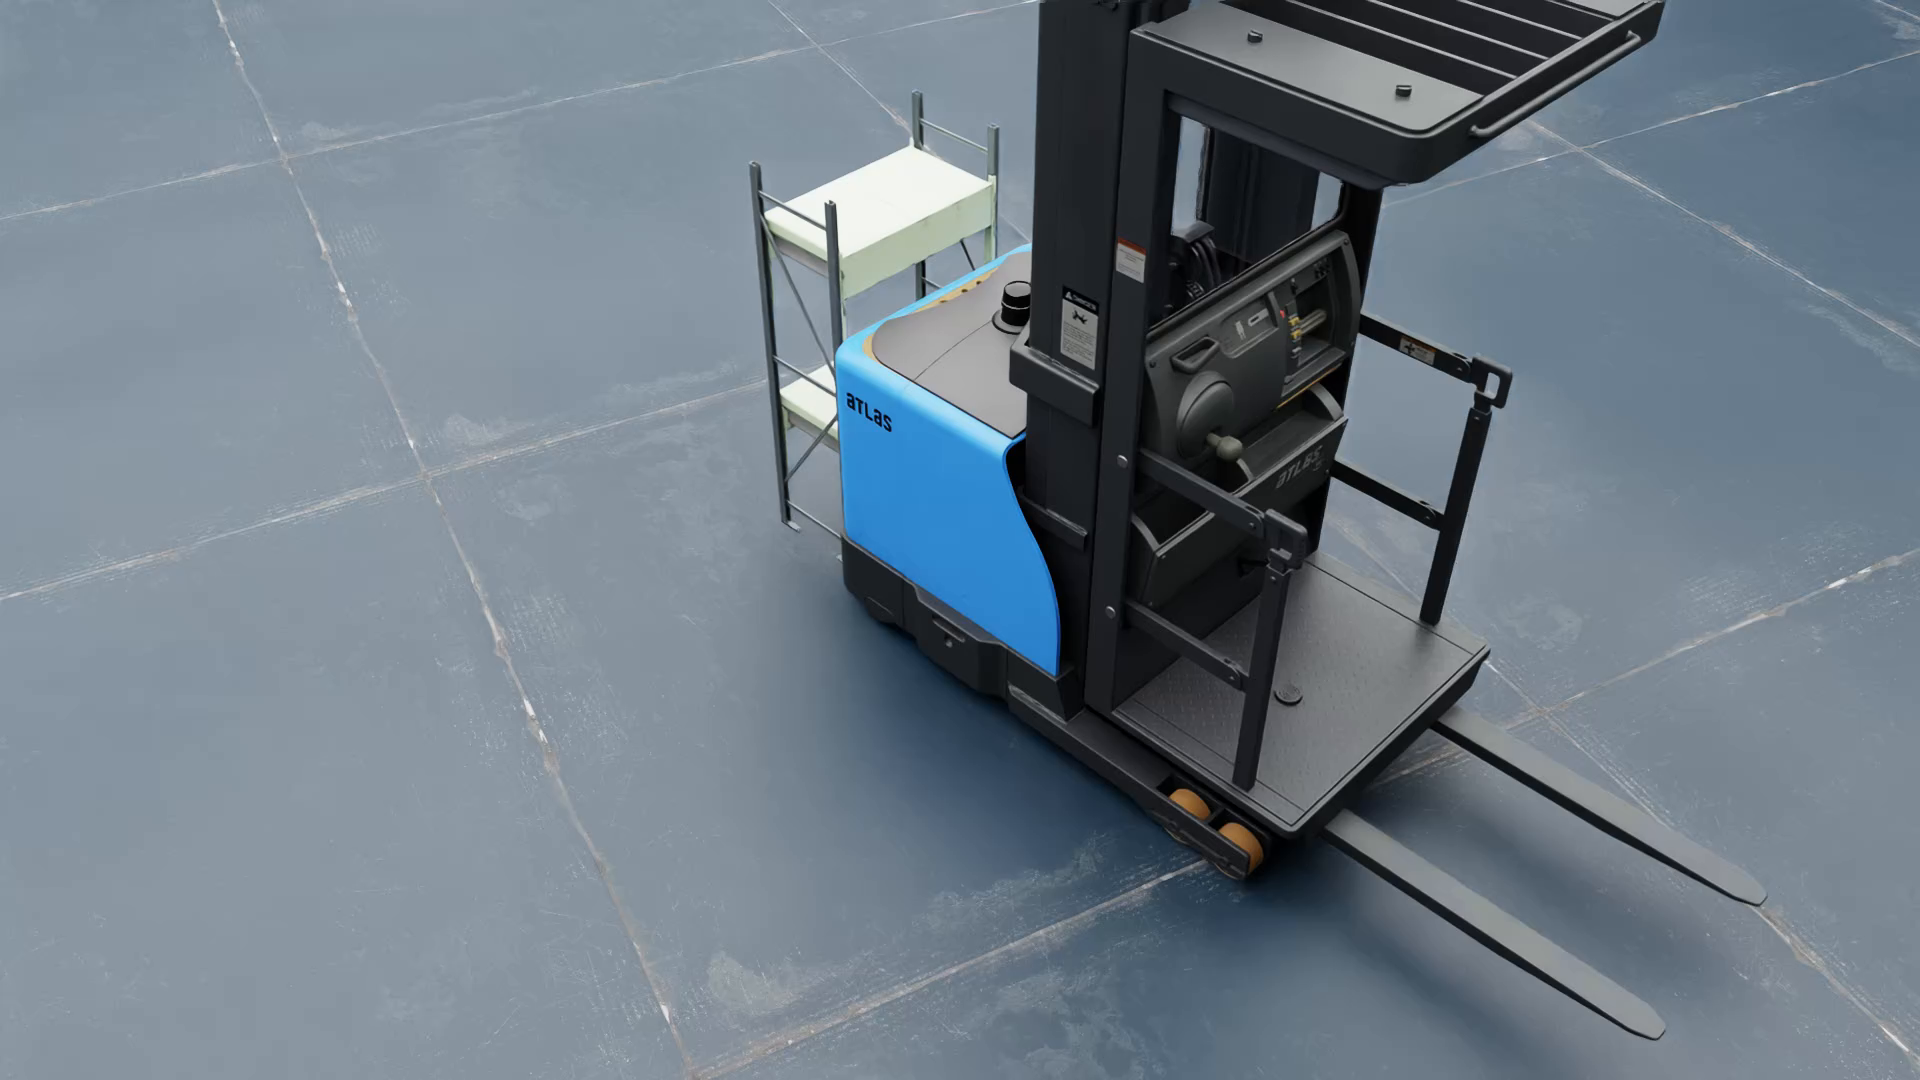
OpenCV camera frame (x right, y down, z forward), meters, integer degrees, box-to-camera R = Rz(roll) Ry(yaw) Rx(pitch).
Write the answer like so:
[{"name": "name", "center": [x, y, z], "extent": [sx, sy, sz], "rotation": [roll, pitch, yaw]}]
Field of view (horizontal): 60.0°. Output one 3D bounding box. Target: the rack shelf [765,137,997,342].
[{"name": "rack shelf", "center": [-0.275, -1.026, 5.696], "extent": [0.431, 0.370, 0.720], "rotation": [32, 50, 32]}]

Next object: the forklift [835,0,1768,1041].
[{"name": "forklift", "center": [0.983, -0.477, 4.545], "extent": [3.031, 2.935, 1.130], "rotation": [33, 50, 32]}]

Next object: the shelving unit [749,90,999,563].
[{"name": "shelving unit", "center": [-0.275, -0.728, 5.948], "extent": [0.431, 1.500, 0.755], "rotation": [32, 50, 32]}]

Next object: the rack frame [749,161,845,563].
[{"name": "rack frame", "center": [-0.532, -0.559, 5.750], "extent": [0.400, 1.500, 0.023], "rotation": [32, 50, 32]}]

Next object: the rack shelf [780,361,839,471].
[{"name": "rack shelf", "center": [-0.275, -0.479, 6.159], "extent": [0.431, 0.370, 0.720], "rotation": [32, 50, 32]}]

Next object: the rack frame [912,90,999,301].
[{"name": "rack frame", "center": [-0.018, -0.896, 6.147], "extent": [0.400, 1.500, 0.023], "rotation": [32, 50, 32]}]
